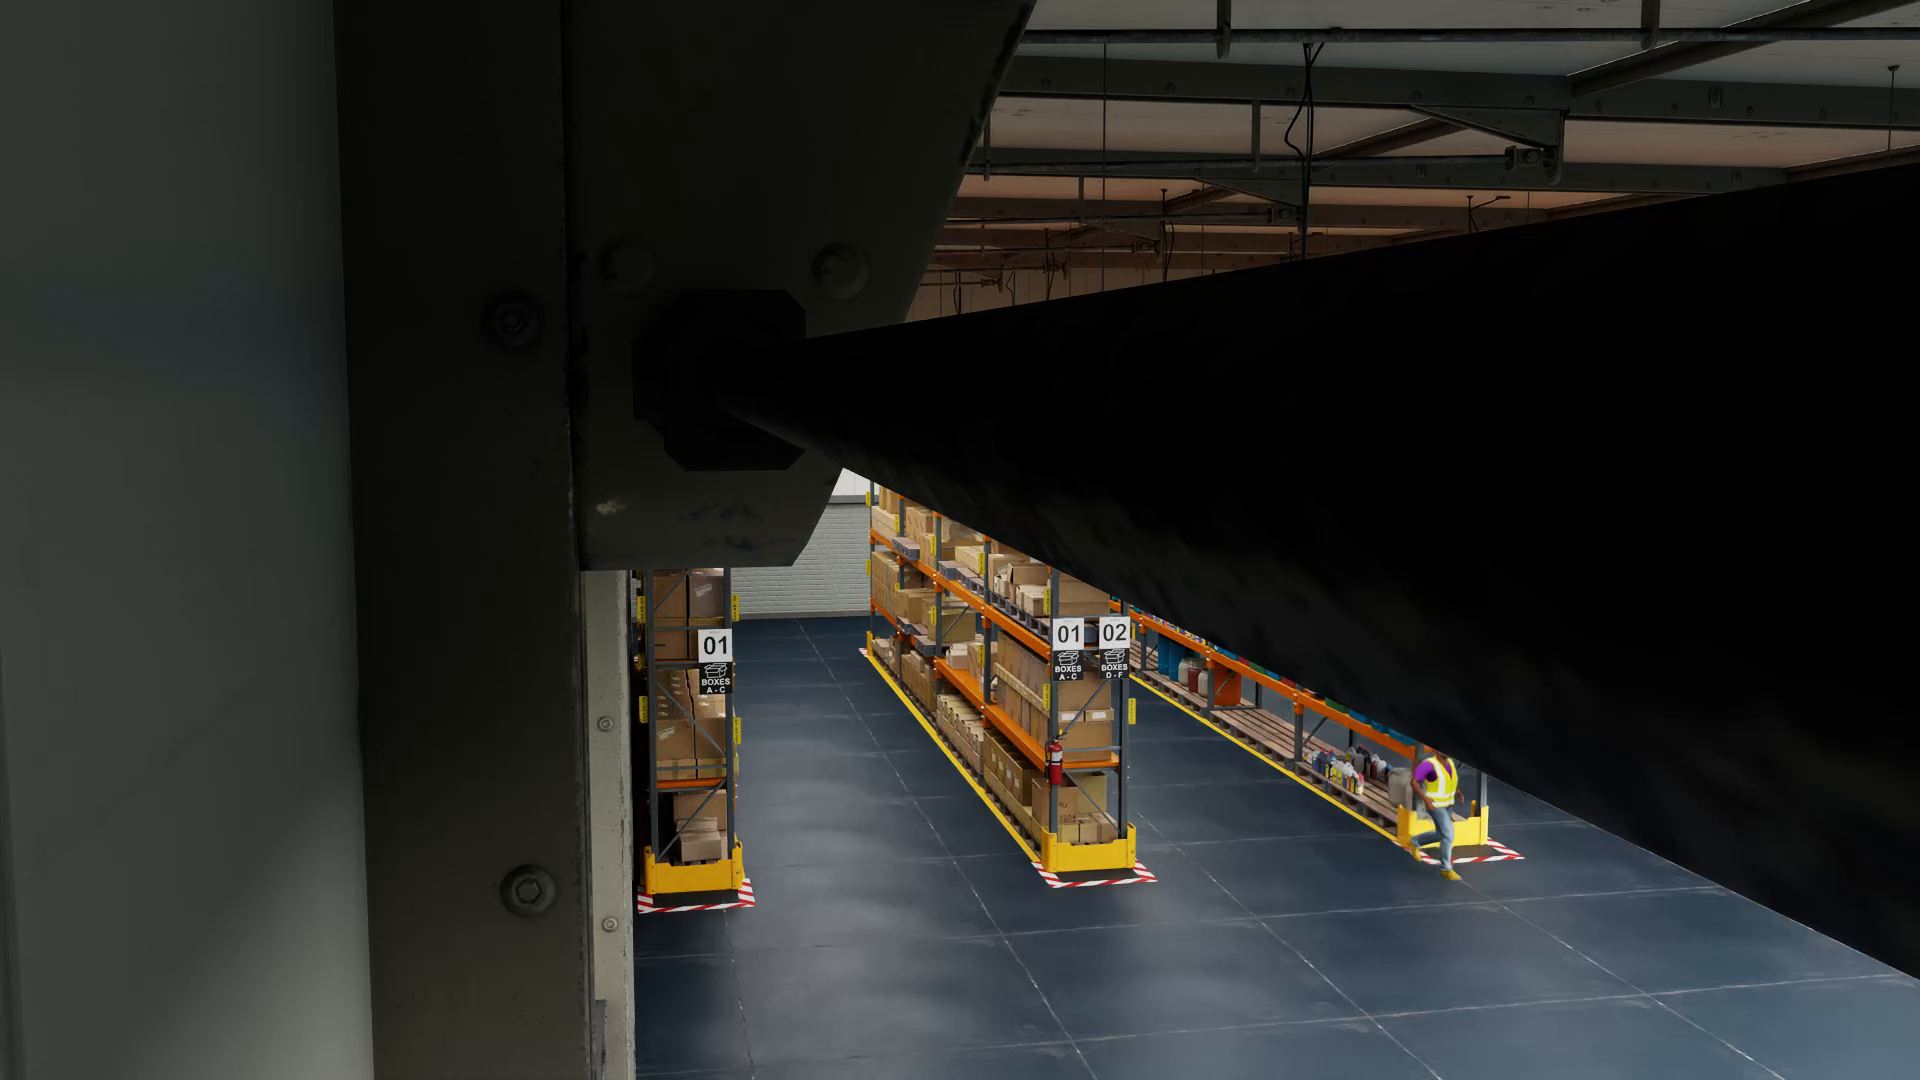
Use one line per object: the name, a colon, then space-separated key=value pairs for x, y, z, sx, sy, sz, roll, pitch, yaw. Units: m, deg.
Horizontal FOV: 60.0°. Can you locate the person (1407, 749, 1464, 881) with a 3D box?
person: x=5.938 y=3.304 z=20.768 sx=0.711 sy=1.764 sz=0.849 roll=-5 pitch=8 yaw=-42
